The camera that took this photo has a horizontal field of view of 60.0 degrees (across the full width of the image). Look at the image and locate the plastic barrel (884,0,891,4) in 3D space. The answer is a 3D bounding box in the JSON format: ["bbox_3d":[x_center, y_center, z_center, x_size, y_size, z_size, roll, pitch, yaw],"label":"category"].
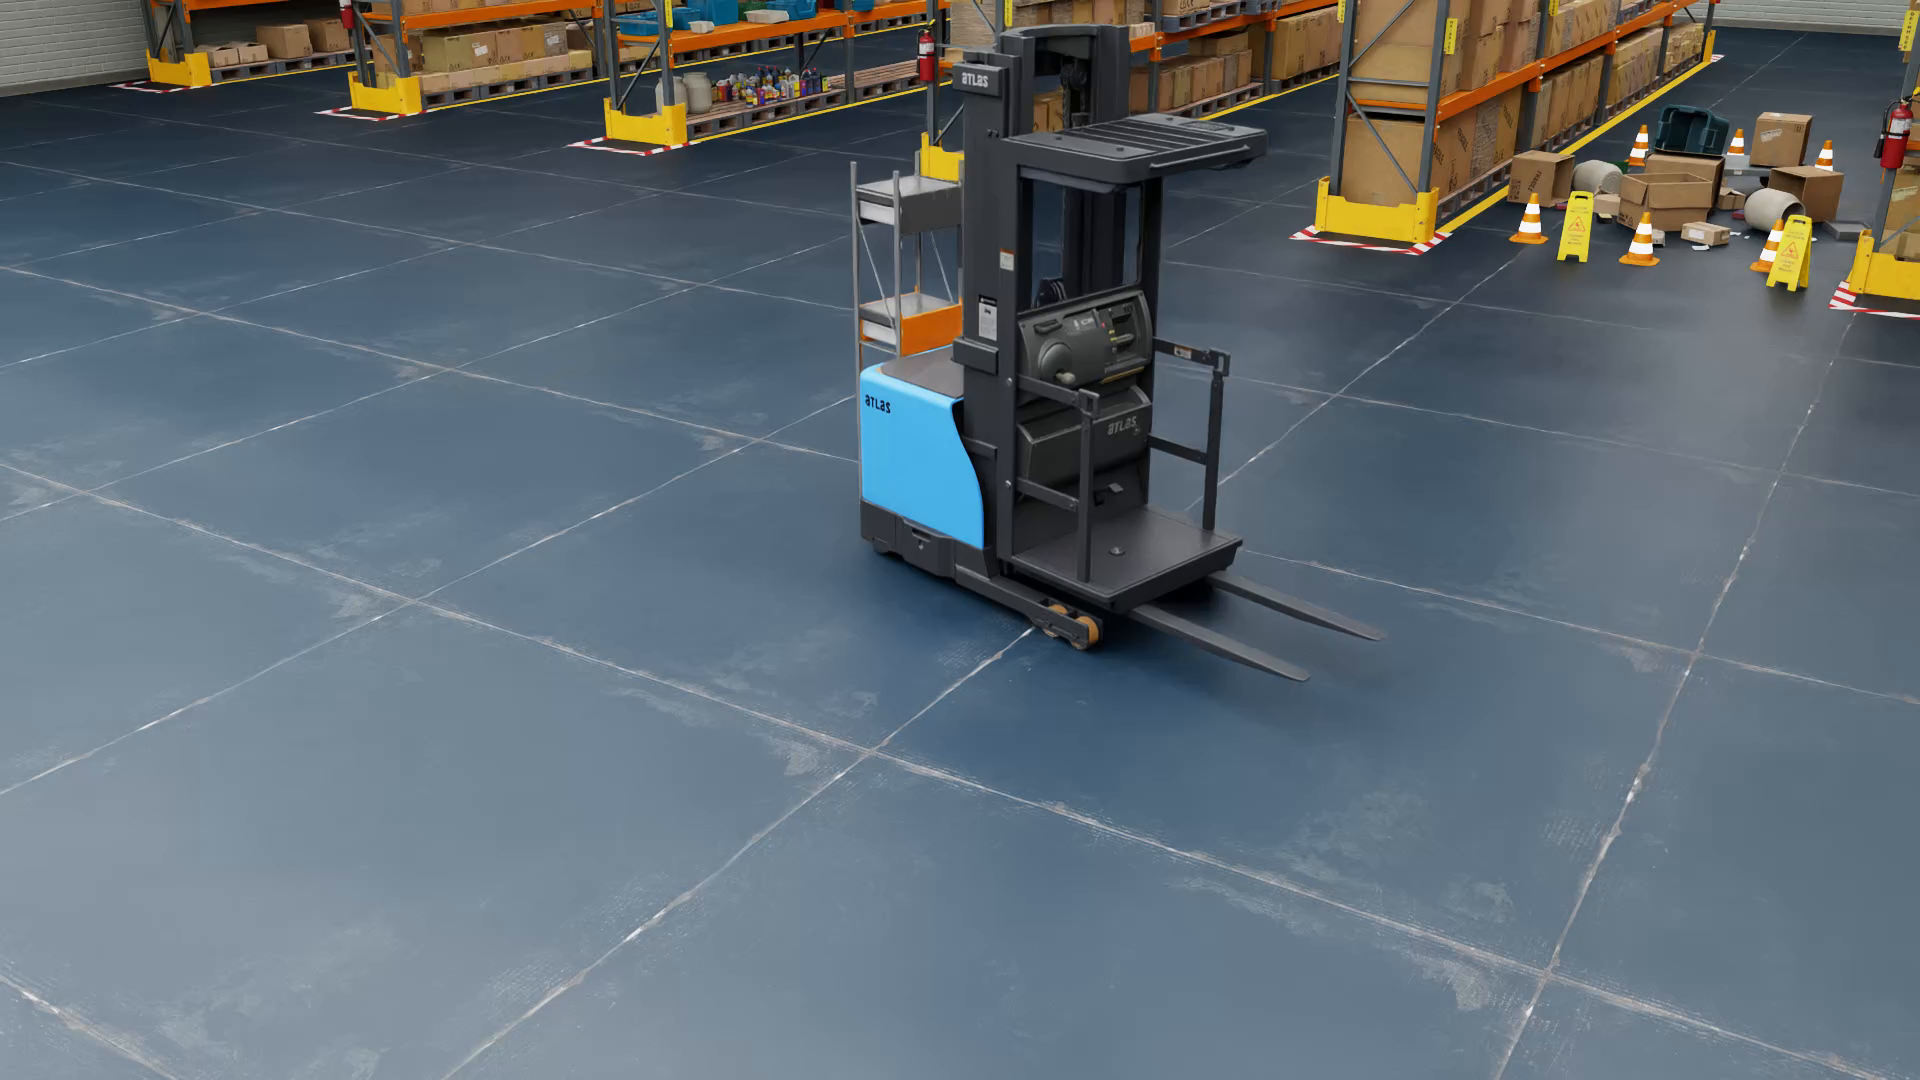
[{"bbox_3d":[-1.196,-8.326,25.382,0.301,0.262,0.301,0,23,0],"label":"plastic barrel"}]

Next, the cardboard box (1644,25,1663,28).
[{"bbox_3d":[11.763,-8.688,28.355,0.380,0.149,0.250,12,26,26],"label":"cardboard box"}]

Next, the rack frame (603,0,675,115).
[{"bbox_3d":[-4.135,-6.625,21.279,1.000,3.000,0.127,14,27,29],"label":"rack frame"}]

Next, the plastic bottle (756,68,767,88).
[{"bbox_3d":[-2.903,-6.712,24.260,0.144,0.351,0.185,13,26,27],"label":"plastic bottle"}]

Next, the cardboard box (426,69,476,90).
[{"bbox_3d":[-7.609,-6.899,24.844,0.500,0.250,0.500,14,27,29],"label":"cardboard box"}]

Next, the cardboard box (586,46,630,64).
[{"bbox_3d":[-5.808,-8.030,27.455,0.500,0.250,0.500,13,27,28],"label":"cardboard box"}]

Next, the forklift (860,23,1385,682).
[{"bbox_3d":[0.798,-1.018,8.411,1.130,2.935,3.031,-20,31,-39],"label":"forklift"}]

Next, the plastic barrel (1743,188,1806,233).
[{"bbox_3d":[8.295,-3.343,16.939,0.421,0.421,0.512,-7,24,-17],"label":"plastic barrel"}]

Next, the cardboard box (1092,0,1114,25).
[{"bbox_3d":[1.421,-6.630,20.788,0.875,0.500,0.500,14,27,29],"label":"cardboard box"}]

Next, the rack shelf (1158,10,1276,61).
[{"bbox_3d":[3.238,-7.282,23.702,1.077,0.370,4.000,14,27,29],"label":"rack shelf"}]

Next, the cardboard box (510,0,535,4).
[{"bbox_3d":[-7.000,-8.562,25.625,0.700,0.500,0.500,14,27,30],"label":"cardboard box"}]

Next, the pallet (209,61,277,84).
[{"bbox_3d":[-12.053,-7.714,27.304,1.003,0.211,1.213,14,27,29],"label":"pallet"}]

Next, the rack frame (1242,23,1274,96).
[{"bbox_3d":[4.293,-8.287,25.118,1.000,3.000,0.127,14,27,29],"label":"rack frame"}]

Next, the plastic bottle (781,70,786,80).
[{"bbox_3d":[-2.622,-6.778,24.497,0.061,0.283,0.133,14,27,29],"label":"plastic bottle"}]

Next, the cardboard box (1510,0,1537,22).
[{"bbox_3d":[5.928,-6.101,18.519,0.875,0.550,0.550,14,27,29],"label":"cardboard box"}]

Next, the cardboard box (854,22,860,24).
[{"bbox_3d":[-2.296,-10.378,32.539,0.500,0.500,0.500,14,27,29],"label":"cardboard box"}]

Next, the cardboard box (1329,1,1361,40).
[{"bbox_3d":[6.082,-8.635,28.067,1.225,0.875,0.875,14,27,29],"label":"cardboard box"}]

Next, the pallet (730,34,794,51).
[{"bbox_3d":[-3.695,-9.329,31.034,1.003,0.211,1.213,14,27,29],"label":"pallet"}]

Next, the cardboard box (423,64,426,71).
[{"bbox_3d":[-8.056,-7.010,25.099,0.500,0.250,0.500,14,27,29],"label":"cardboard box"}]

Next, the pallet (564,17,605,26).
[{"bbox_3d":[-7.852,-10.372,33.444,1.003,0.211,1.213,14,27,29],"label":"pallet"}]

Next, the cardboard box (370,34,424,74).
[{"bbox_3d":[-8.311,-7.183,24.555,0.500,0.500,0.500,14,27,29],"label":"cardboard box"}]

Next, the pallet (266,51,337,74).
[{"bbox_3d":[-11.408,-8.124,28.251,1.003,0.211,1.213,14,27,29],"label":"pallet"}]

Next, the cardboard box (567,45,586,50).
[{"bbox_3d":[-6.259,-8.146,27.724,0.500,0.250,0.500,14,27,28],"label":"cardboard box"}]

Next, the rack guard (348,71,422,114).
[{"bbox_3d":[-8.354,-6.509,24.157,1.175,0.500,0.348,14,27,29],"label":"rack guard"}]

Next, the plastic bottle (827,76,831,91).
[{"bbox_3d":[-1.952,-6.705,24.432,0.097,0.201,0.097,0,23,0],"label":"plastic bottle"}]

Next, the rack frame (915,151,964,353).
[{"bbox_3d":[-0.120,-1.253,10.001,0.015,2.100,0.400,-20,31,-39],"label":"rack frame"}]

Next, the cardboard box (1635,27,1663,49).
[{"bbox_3d":[10.385,-7.649,25.318,0.500,0.250,0.500,13,27,28],"label":"cardboard box"}]

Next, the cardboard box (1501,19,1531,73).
[{"bbox_3d":[5.888,-5.615,18.757,0.875,0.550,0.550,14,27,29],"label":"cardboard box"}]

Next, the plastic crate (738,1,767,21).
[{"bbox_3d":[-2.981,-7.479,23.517,0.450,0.188,0.662,14,27,29],"label":"plastic crate"}]

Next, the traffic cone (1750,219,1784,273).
[{"bbox_3d":[7.623,-2.762,15.547,0.336,0.463,0.334,14,27,29],"label":"traffic cone"}]

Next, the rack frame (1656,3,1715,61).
[{"bbox_3d":[12.673,-9.914,28.875,1.000,3.000,0.127,14,27,29],"label":"rack frame"}]

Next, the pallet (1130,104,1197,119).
[{"bbox_3d":[2.592,-5.921,23.161,1.003,0.211,1.213,14,27,29],"label":"pallet"}]

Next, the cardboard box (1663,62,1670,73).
[{"bbox_3d":[11.028,-7.504,26.368,0.380,0.149,0.250,13,26,27],"label":"cardboard box"}]

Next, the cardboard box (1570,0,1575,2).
[{"bbox_3d":[7.404,-7.052,20.880,0.700,0.500,0.500,14,27,28],"label":"cardboard box"}]

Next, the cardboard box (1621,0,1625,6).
[{"bbox_3d":[9.003,-7.491,23.065,0.380,0.149,0.250,15,28,31],"label":"cardboard box"}]

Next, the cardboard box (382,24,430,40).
[{"bbox_3d":[-10.067,-9.358,30.184,0.700,0.500,0.500,15,28,31],"label":"cardboard box"}]

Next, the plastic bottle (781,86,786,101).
[{"bbox_3d":[-2.519,-6.342,23.592,0.097,0.201,0.097,0,23,0],"label":"plastic bottle"}]

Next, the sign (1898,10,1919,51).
[{"bbox_3d":[8.031,-4.310,14.075,0.100,0.325,0.005,14,27,29],"label":"sign"}]

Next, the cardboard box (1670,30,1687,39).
[{"bbox_3d":[11.881,-8.411,27.714,0.380,0.149,0.250,13,27,27],"label":"cardboard box"}]

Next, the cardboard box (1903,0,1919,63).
[{"bbox_3d":[8.576,-4.370,14.310,0.700,0.500,0.500,13,27,28],"label":"cardboard box"}]

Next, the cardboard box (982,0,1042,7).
[{"bbox_3d":[0.595,-6.357,18.900,0.500,0.500,0.500,14,27,29],"label":"cardboard box"}]

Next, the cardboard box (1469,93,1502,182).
[{"bbox_3d":[5.480,-4.579,18.697,0.875,0.875,0.875,14,27,29],"label":"cardboard box"}]

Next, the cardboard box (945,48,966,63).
[{"bbox_3d":[0.048,-5.612,19.253,0.380,0.149,0.250,14,27,29],"label":"cardboard box"}]

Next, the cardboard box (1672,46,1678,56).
[{"bbox_3d":[11.491,-8.013,27.169,0.380,0.149,0.250,15,28,31],"label":"cardboard box"}]

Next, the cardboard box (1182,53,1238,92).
[{"bbox_3d":[3.675,-6.922,24.557,0.700,0.500,0.500,11,26,25],"label":"cardboard box"}]

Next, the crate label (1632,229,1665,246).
[{"bbox_3d":[6.863,-3.009,16.527,0.250,0.136,0.298,1,23,2],"label":"crate label"}]

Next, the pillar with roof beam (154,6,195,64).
[{"bbox_3d":[-9.260,-10.970,23.763,9.100,9.000,0.400,14,27,29],"label":"pillar with roof beam"}]

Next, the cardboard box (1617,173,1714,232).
[{"bbox_3d":[7.268,-3.488,17.175,0.797,0.503,0.637,-3,24,-7],"label":"cardboard box"}]

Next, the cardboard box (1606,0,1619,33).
[{"bbox_3d":[8.444,-7.051,22.137,0.500,0.500,0.500,14,27,29],"label":"cardboard box"}]

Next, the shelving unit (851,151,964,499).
[{"bbox_3d":[-0.298,-1.187,9.848,0.503,2.100,0.431,-20,31,-39],"label":"shelving unit"}]

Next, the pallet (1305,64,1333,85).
[{"bbox_3d":[5.417,-7.668,27.198,1.003,0.211,1.213,14,27,29],"label":"pallet"}]

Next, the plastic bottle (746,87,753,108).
[{"bbox_3d":[-2.914,-6.122,22.996,0.097,0.271,0.097,0,23,0],"label":"plastic bottle"}]

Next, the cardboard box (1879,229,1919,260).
[{"bbox_3d":[8.703,-2.779,15.326,0.500,0.250,0.500,14,27,29],"label":"cardboard box"}]

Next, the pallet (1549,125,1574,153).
[{"bbox_3d":[7.329,-5.274,21.667,1.003,0.211,1.213,14,27,29],"label":"pallet"}]

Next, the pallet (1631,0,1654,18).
[{"bbox_3d":[9.463,-7.803,24.239,1.003,0.211,1.213,14,27,29],"label":"pallet"}]
